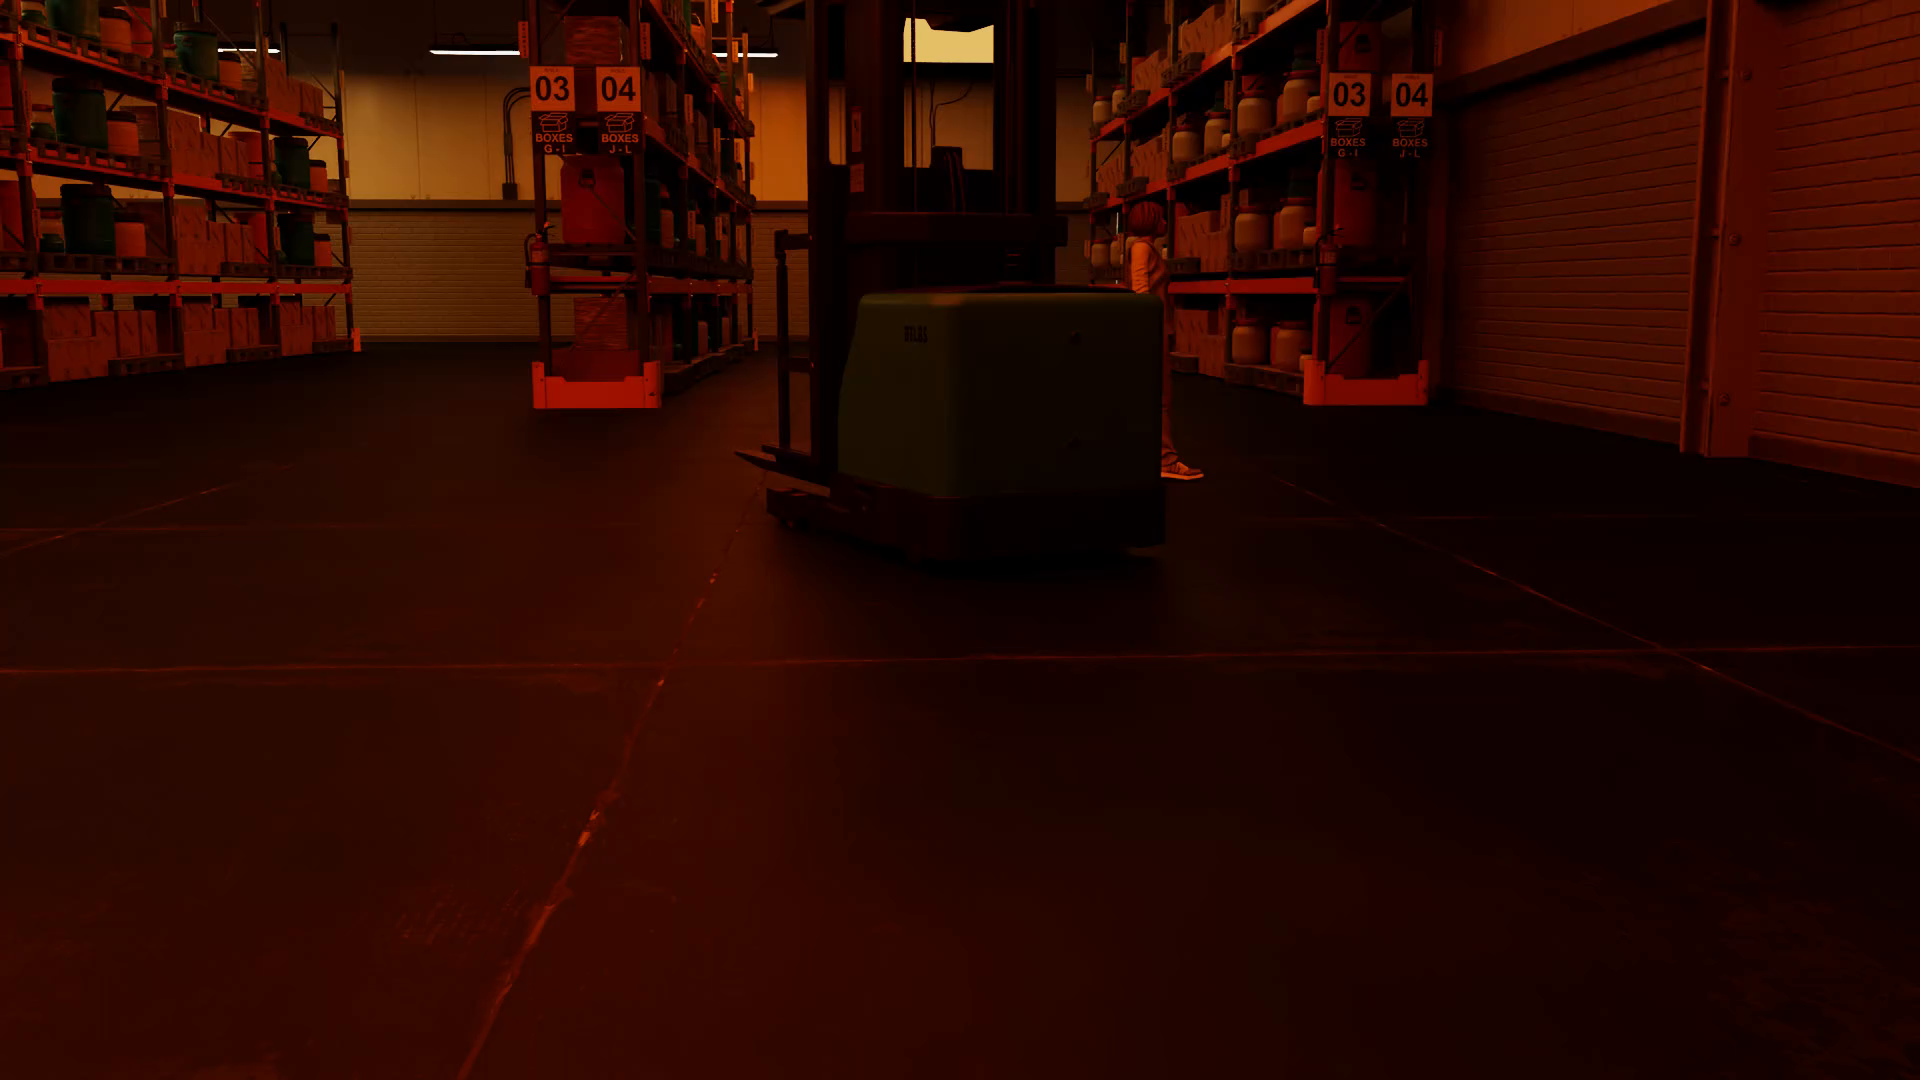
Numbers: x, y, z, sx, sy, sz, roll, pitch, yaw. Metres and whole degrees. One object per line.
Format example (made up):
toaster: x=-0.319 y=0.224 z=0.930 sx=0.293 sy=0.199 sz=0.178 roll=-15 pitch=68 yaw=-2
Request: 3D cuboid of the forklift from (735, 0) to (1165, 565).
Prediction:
forklift: x=-0.264 y=-1.530 z=7.637 sx=1.130 sy=2.935 sz=3.031 roll=-4 pitch=9 yaw=-25

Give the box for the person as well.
person: x=1.192 y=-1.161 z=9.693 sx=0.477 sy=1.582 sz=0.518 roll=1 pitch=9 yaw=7
